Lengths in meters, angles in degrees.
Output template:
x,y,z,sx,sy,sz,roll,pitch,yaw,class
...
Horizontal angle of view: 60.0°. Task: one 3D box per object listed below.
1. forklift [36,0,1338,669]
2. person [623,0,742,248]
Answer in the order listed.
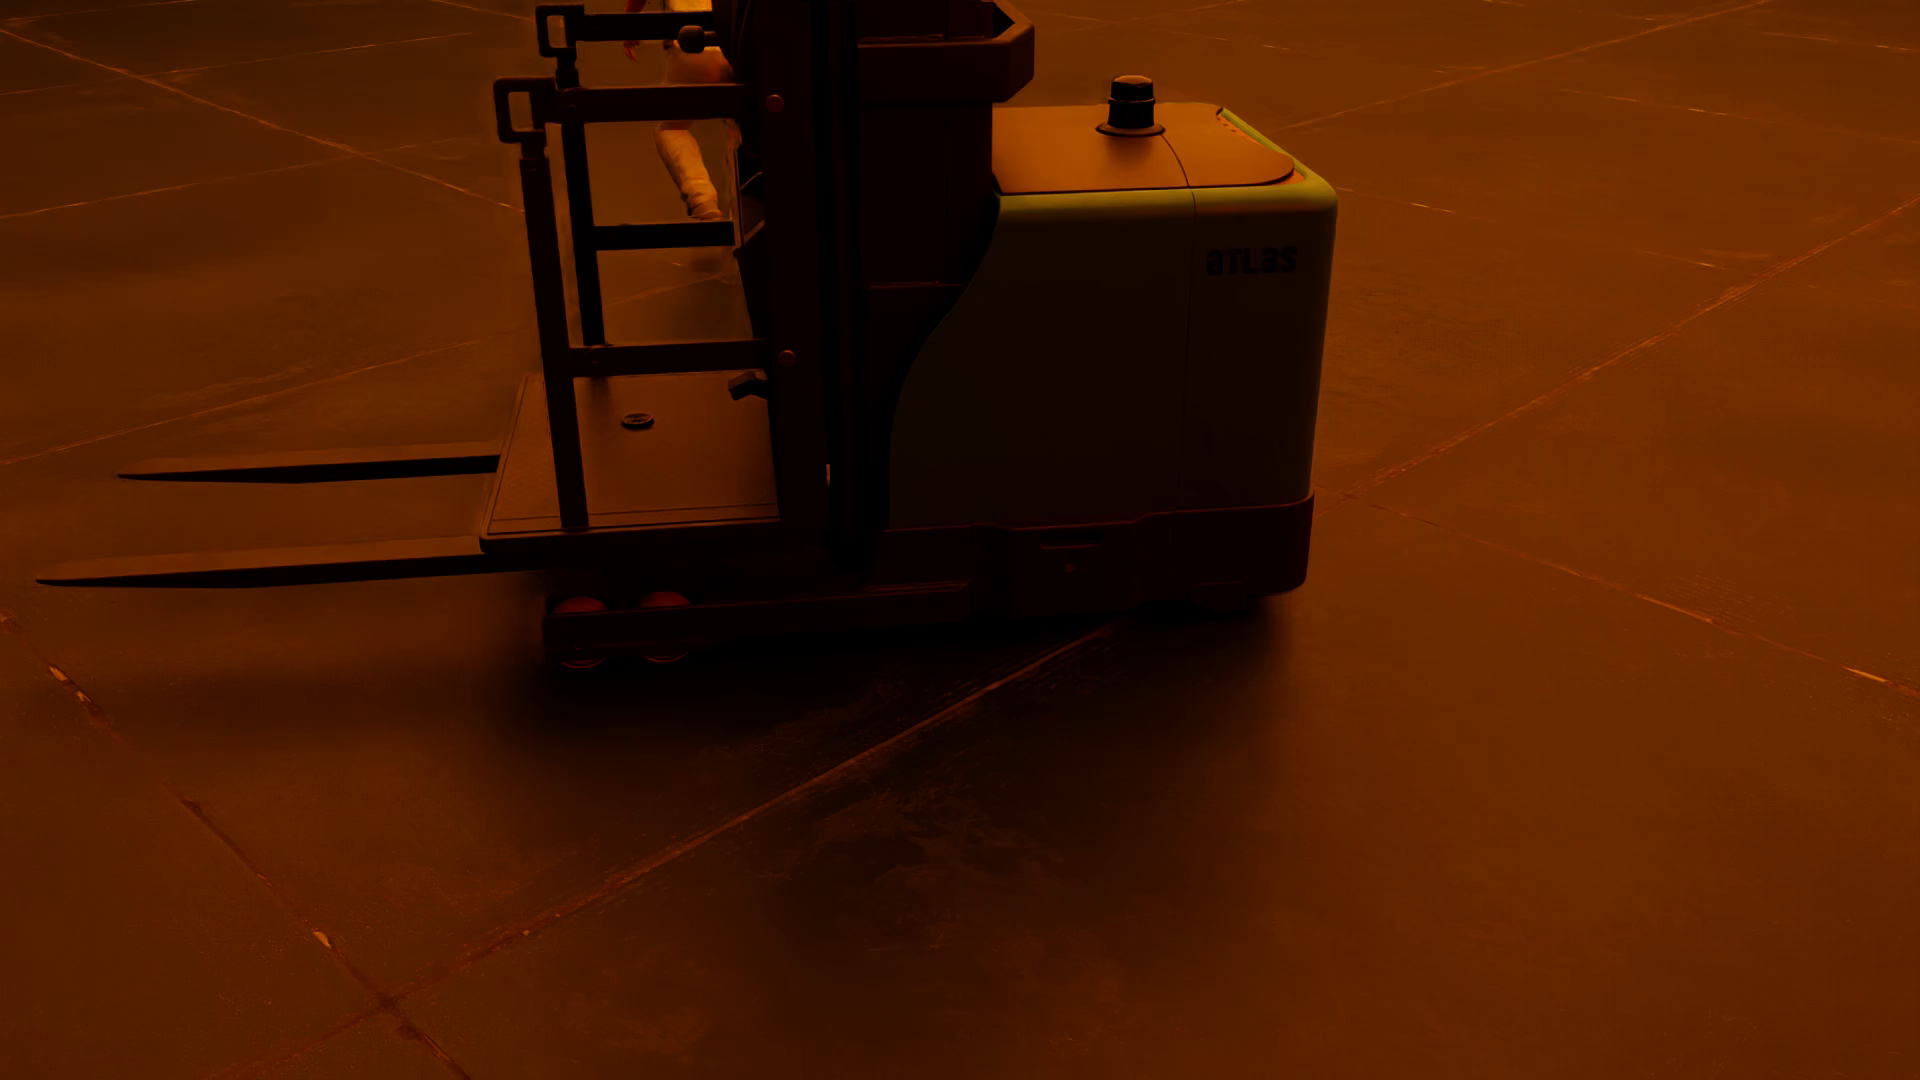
x,y,z,sx,sy,sz,roll,pitch,yaw,class
-0.687,-1.261,3.784,3.031,2.935,1.130,-4,26,-7,forklift
-0.972,-1.966,6.691,0.689,1.647,0.511,-10,28,-20,person
